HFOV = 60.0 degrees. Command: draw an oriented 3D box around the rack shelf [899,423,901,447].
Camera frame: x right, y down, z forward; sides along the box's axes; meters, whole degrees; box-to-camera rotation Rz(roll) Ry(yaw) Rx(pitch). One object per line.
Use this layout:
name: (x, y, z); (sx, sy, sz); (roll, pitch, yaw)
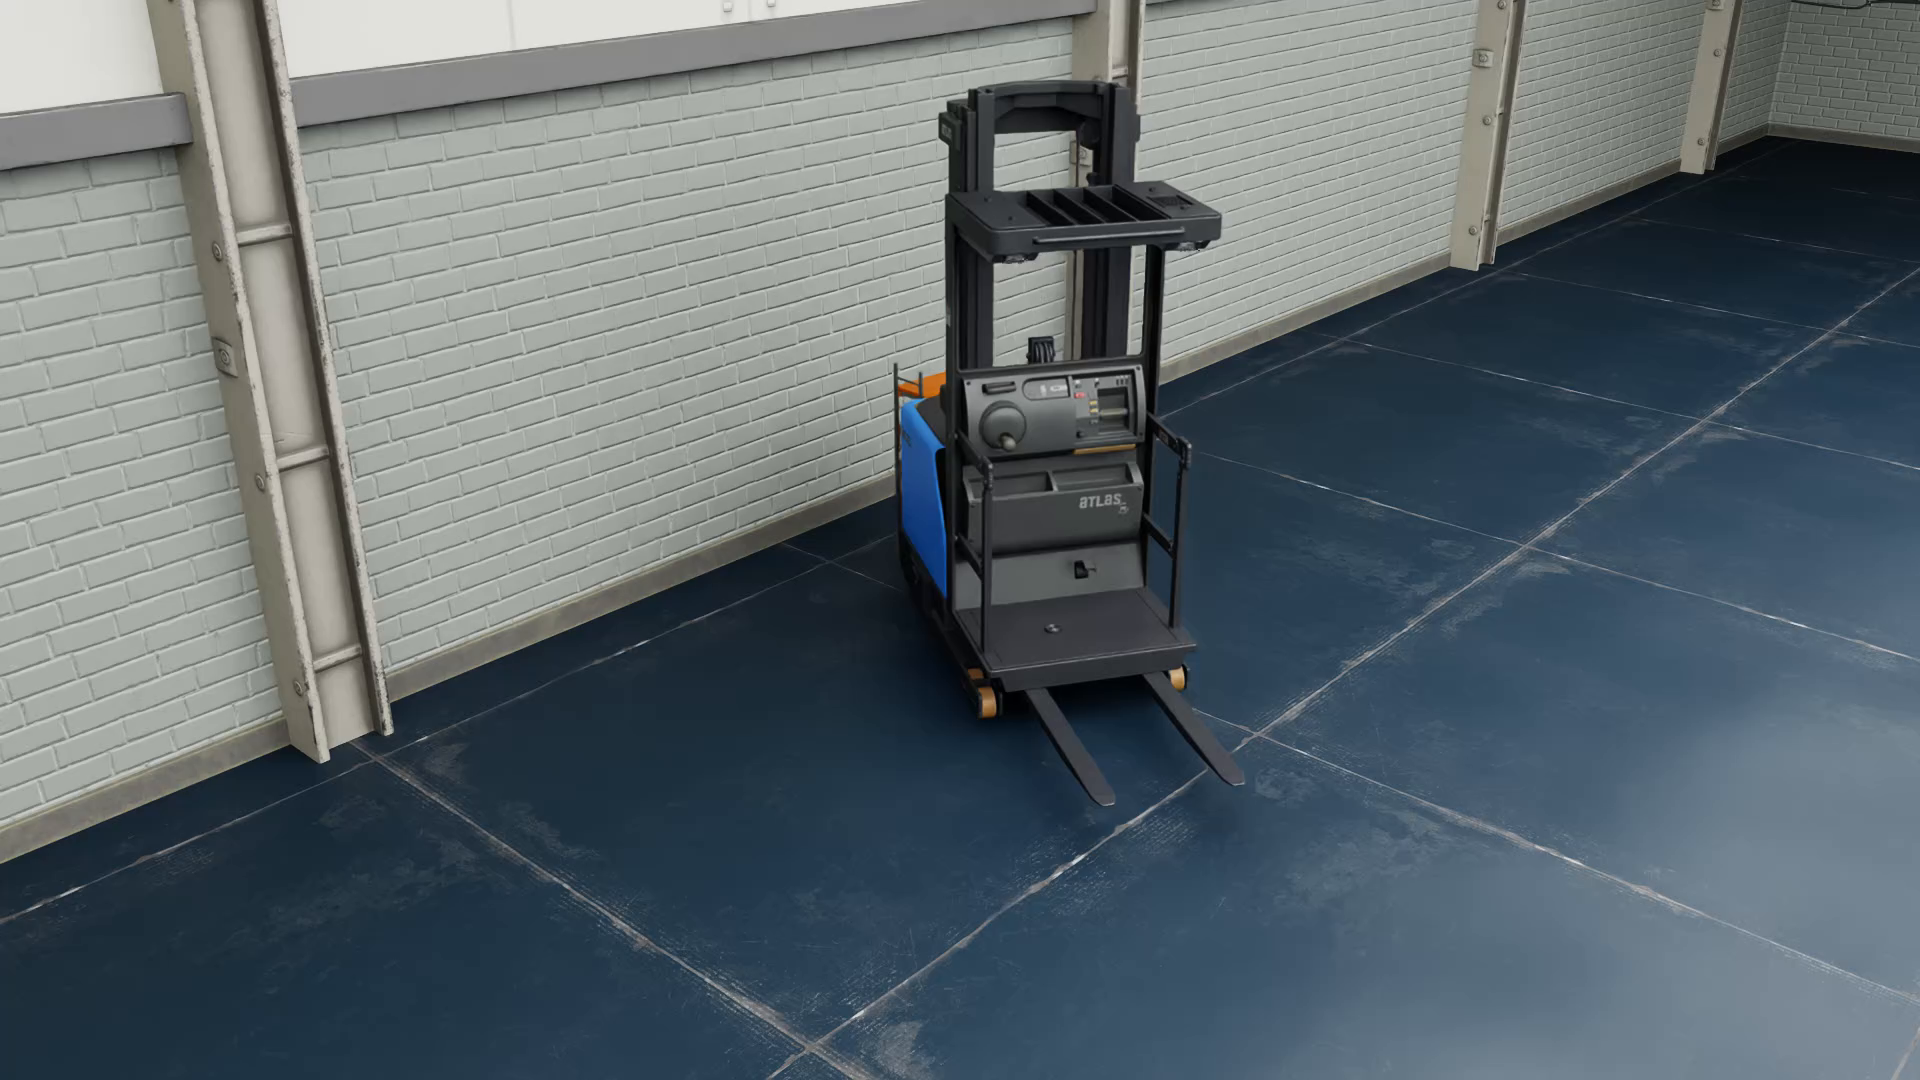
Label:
rack shelf: (-0.119, -0.650, 9.852); (0.480, 0.148, 0.258); (-21, 32, -39)

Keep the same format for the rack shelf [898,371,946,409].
rack shelf: (-0.119, -0.866, 9.755); (0.480, 0.148, 0.258); (-21, 32, -39)

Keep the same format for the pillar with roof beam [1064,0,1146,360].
pillar with roof beam: (4.193, -3.800, 7.726); (9.100, 9.000, 0.400); (20, 31, 38)

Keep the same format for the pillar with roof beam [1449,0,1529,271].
pillar with roof beam: (8.197, -5.628, 11.803); (9.100, 9.000, 0.400); (20, 31, 38)

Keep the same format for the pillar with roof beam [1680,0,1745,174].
pillar with roof beam: (12.202, -7.456, 15.880); (9.100, 9.000, 0.400); (20, 31, 38)

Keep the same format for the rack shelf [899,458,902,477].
rack shelf: (-0.119, -0.446, 9.943); (0.480, 0.148, 0.258); (-21, 32, -39)

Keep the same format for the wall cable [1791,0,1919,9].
wall cable: (11.947, -7.751, 20.334); (3.097, 2.526, 0.112); (20, 31, 38)

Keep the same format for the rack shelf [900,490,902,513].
rack shelf: (-0.119, -0.265, 10.024); (0.480, 0.148, 0.258); (-21, 32, -39)

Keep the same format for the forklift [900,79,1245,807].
forklift: (0.533, -0.623, 8.057); (1.130, 2.935, 3.031); (-6, 25, -14)

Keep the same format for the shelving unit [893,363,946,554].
shelving unit: (-0.119, -0.508, 9.916); (0.503, 1.200, 0.258); (-21, 32, -39)

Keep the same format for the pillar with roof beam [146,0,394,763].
pillar with roof beam: (0.188, -1.972, 3.649); (9.100, 9.000, 0.400); (20, 31, 38)

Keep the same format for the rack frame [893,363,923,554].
rack frame: (-0.296, -0.439, 9.763); (0.015, 1.200, 0.240); (-21, 32, -39)
